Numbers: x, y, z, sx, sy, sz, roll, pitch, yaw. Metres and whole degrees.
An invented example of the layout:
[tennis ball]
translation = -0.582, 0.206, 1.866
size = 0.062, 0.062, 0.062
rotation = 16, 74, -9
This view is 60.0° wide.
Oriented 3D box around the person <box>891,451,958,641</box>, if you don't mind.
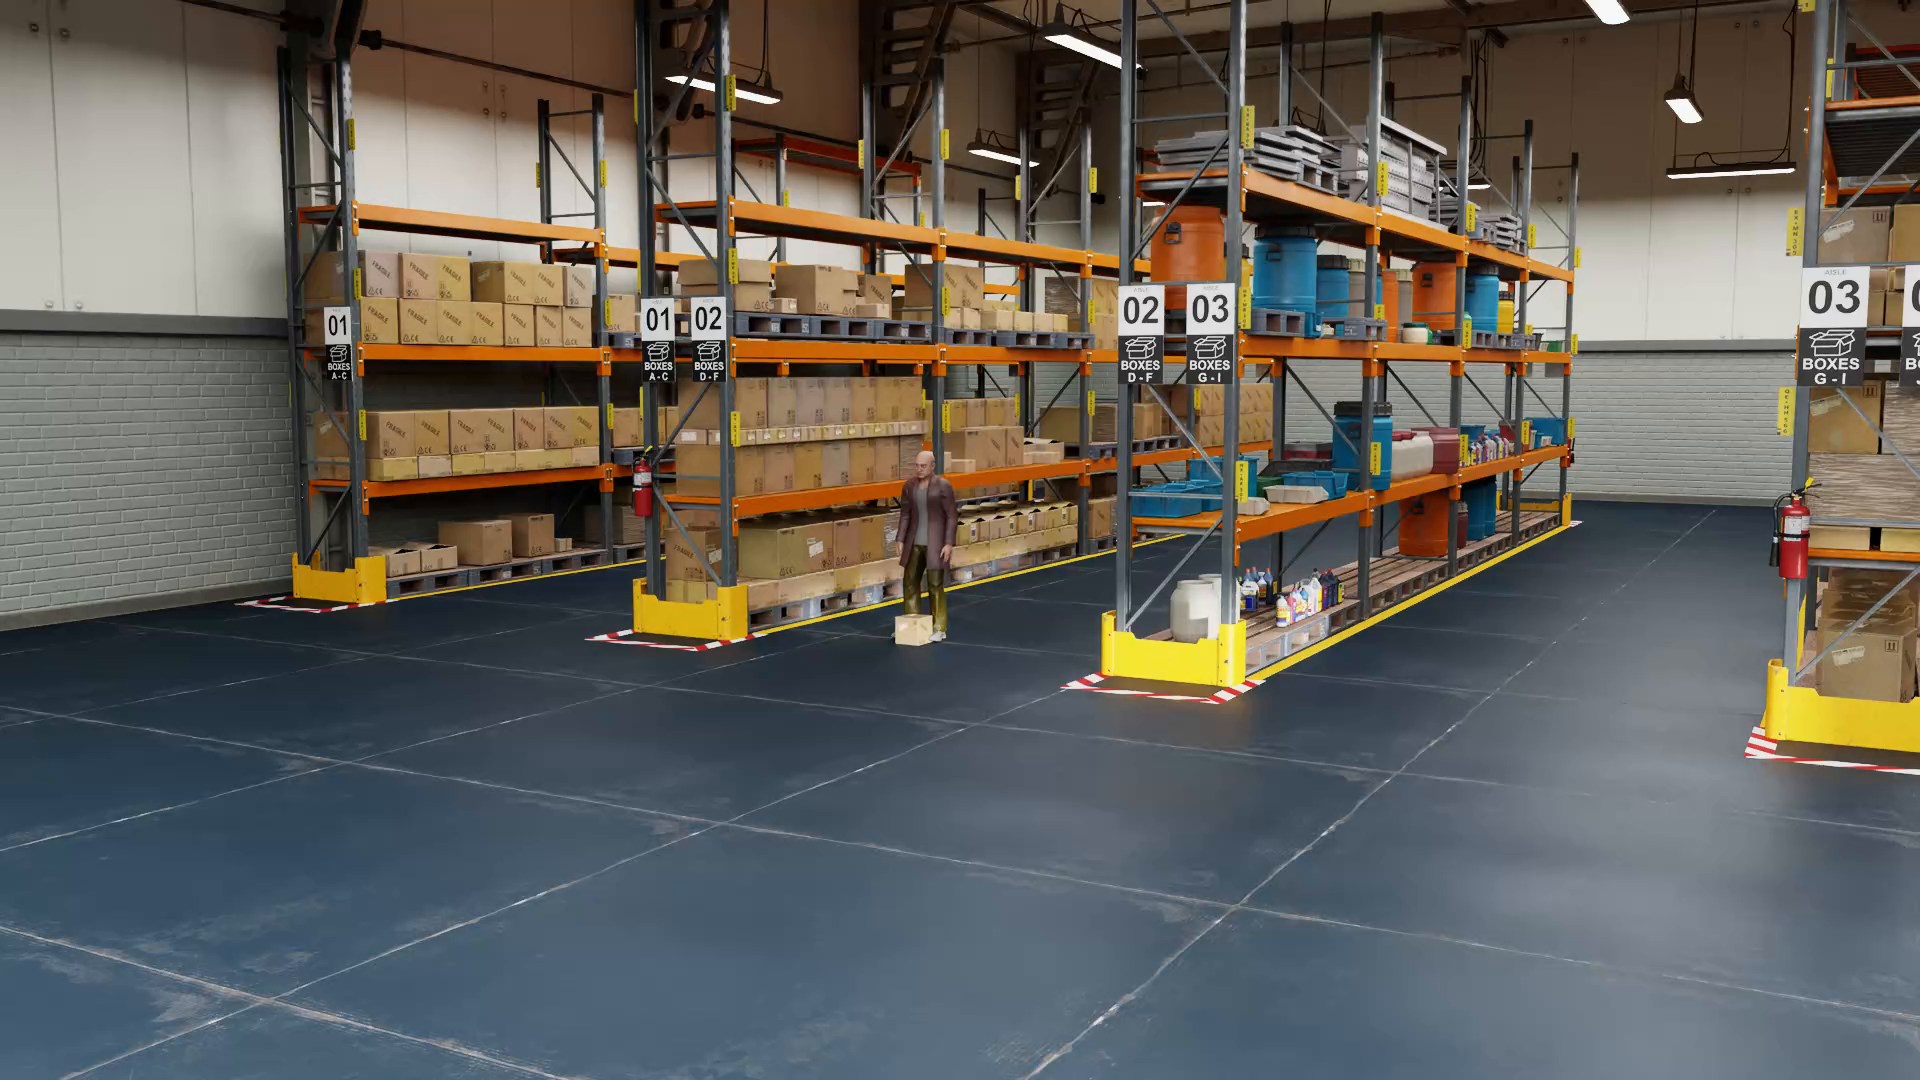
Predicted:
[person]
translation = -0.321, 0.050, 15.575
size = 0.644, 1.774, 0.427
rotation = 3, 7, 29
